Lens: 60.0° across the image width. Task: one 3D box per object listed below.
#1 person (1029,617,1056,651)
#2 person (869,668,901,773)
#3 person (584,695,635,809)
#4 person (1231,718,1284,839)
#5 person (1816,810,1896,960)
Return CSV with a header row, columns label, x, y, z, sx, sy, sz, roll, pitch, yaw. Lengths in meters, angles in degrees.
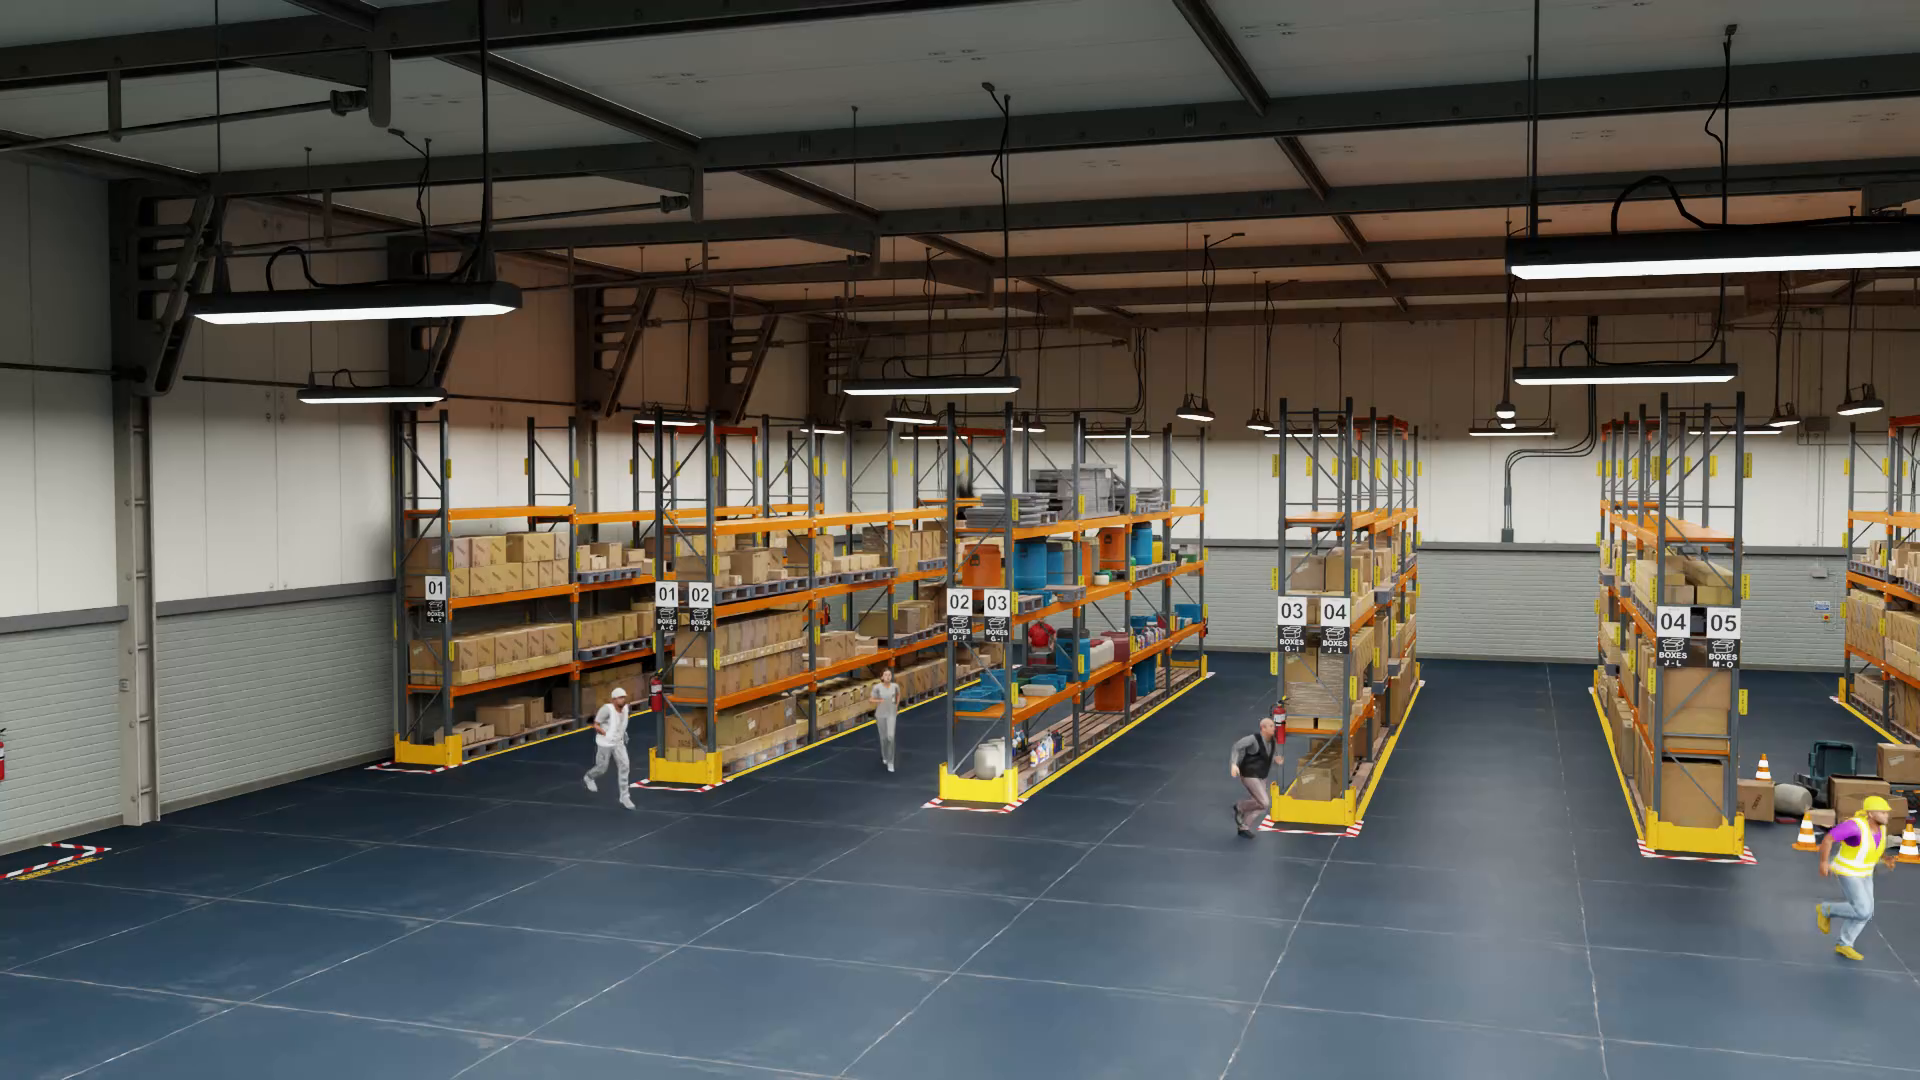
label,x,y,z,sx,sy,sz,roll,pitch,yaw
person,1.860,2.532,37.864,0.654,1.711,0.897,1,3,13
person,1.078,2.811,31.833,5.878,1.731,8.569,0,2,-5
person,7.722,2.165,24.831,20.300,3.565,18.085,2,3,42
person,4.019,3.224,22.444,0.707,1.648,0.530,2,3,42
person,9.183,3.507,17.070,0.690,1.562,0.742,-2,3,-32
